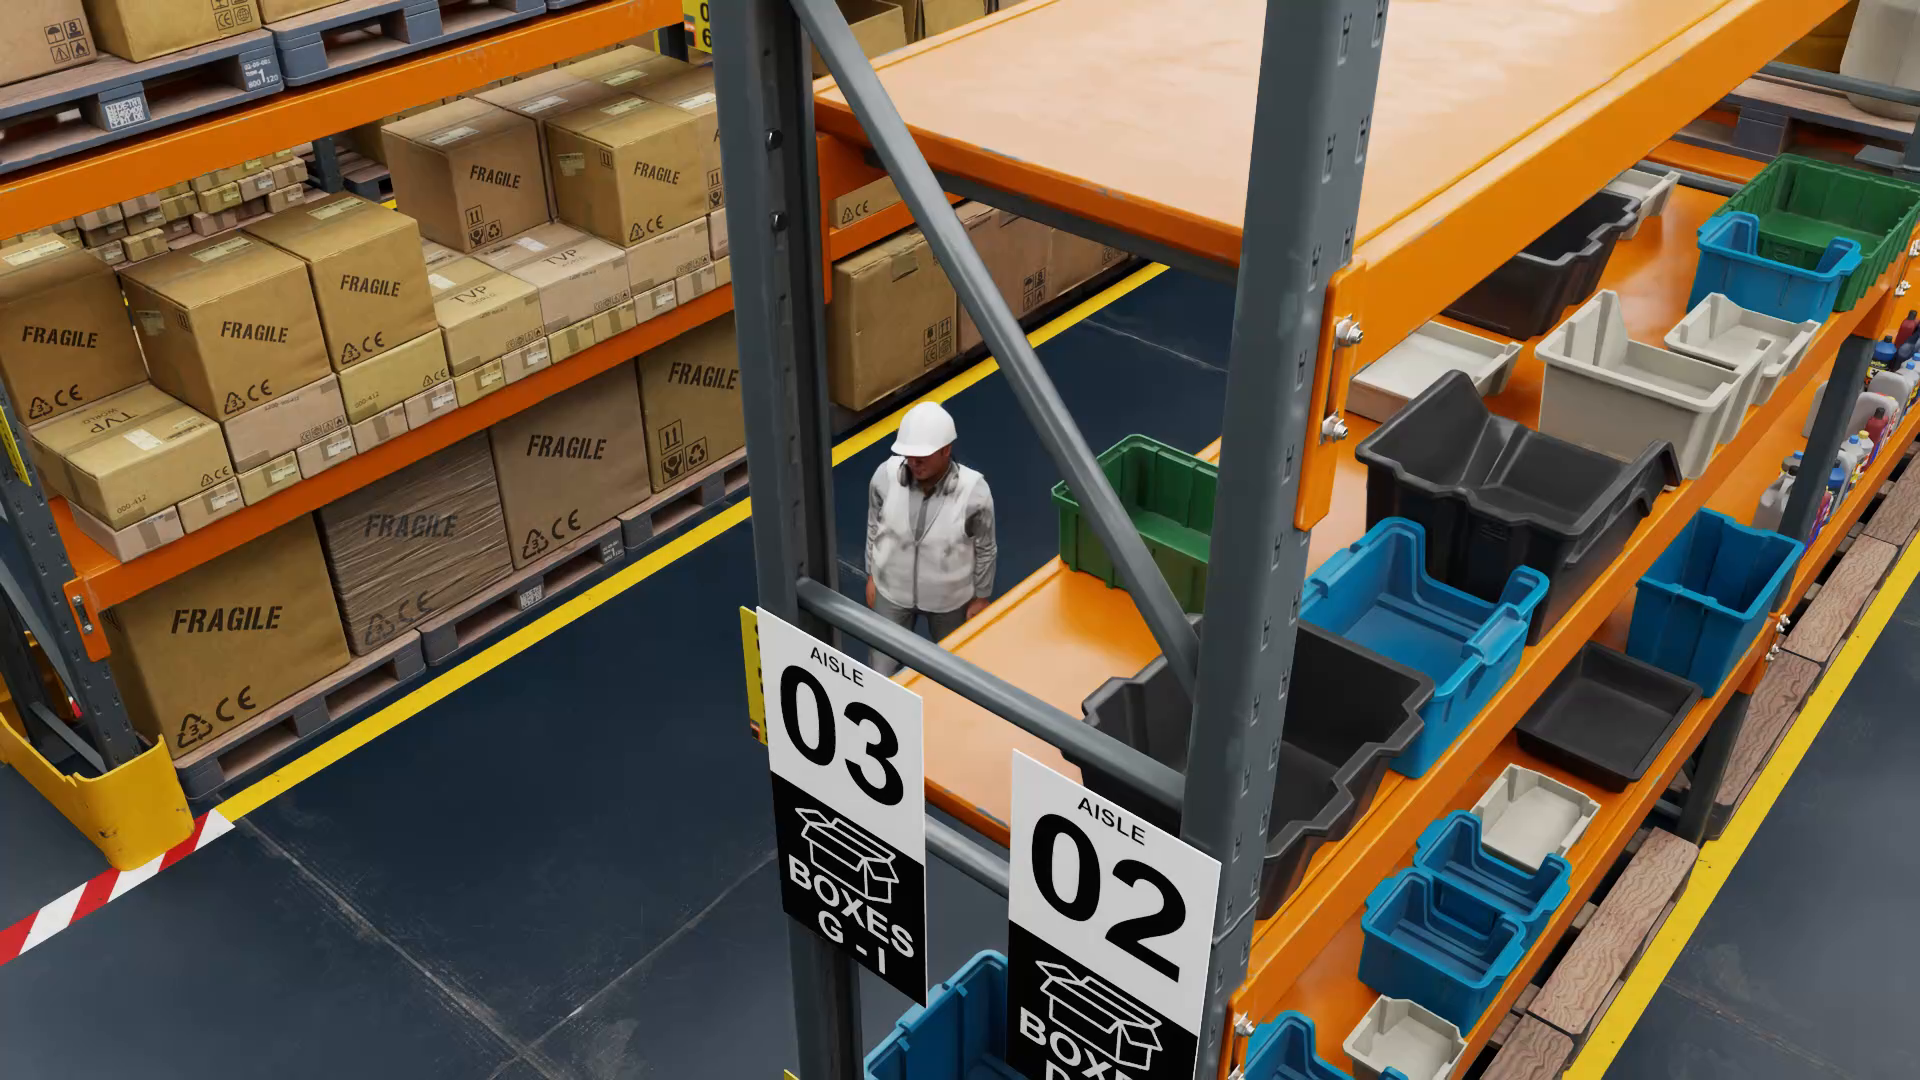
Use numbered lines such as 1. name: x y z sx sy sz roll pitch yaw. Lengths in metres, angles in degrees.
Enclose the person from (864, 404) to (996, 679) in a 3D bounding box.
1. person: -0.130 0.210 6.879 0.559 1.766 0.524 7 35 10
